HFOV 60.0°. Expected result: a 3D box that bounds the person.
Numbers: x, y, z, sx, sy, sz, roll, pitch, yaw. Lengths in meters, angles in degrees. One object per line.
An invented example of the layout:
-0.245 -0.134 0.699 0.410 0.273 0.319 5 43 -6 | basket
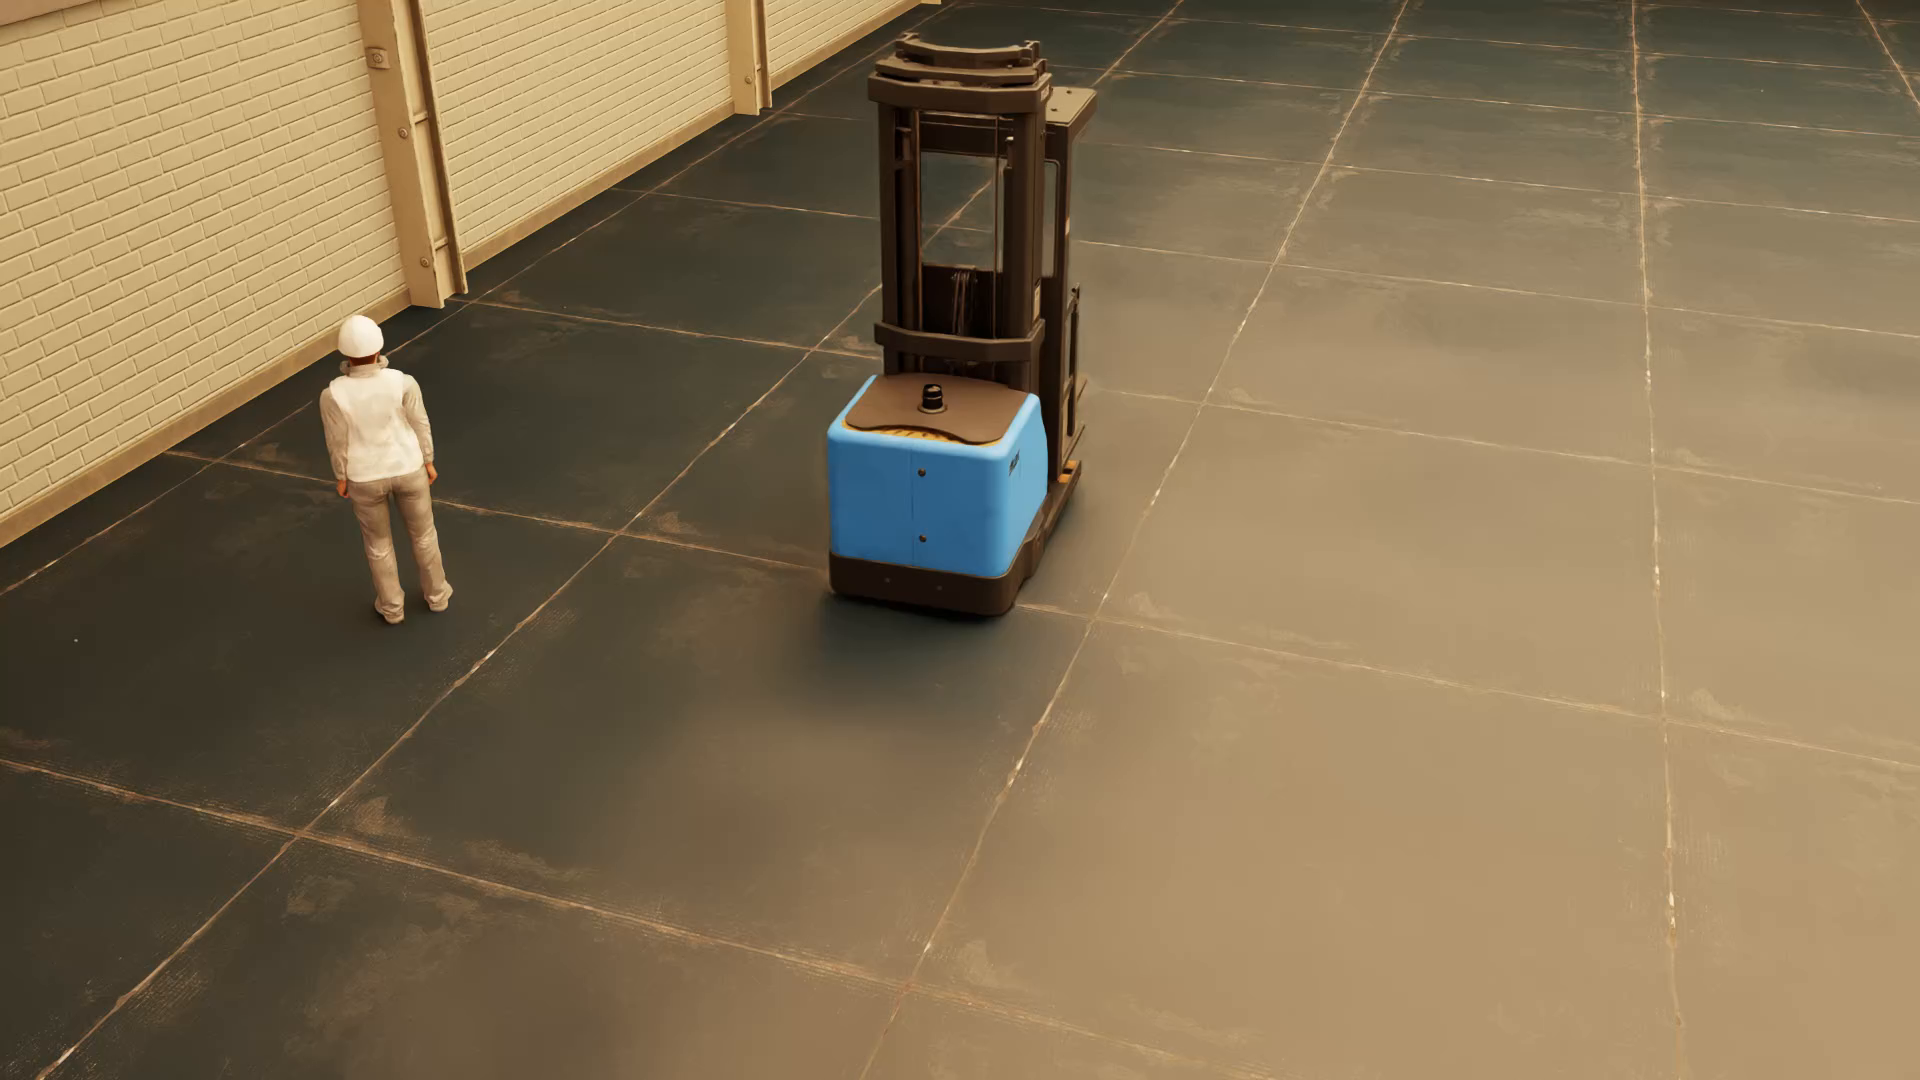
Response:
-3.106 -0.383 8.977 0.533 1.776 0.361 -12 32 -21 | person

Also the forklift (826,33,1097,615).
0.154 -1.572 9.894 1.130 2.935 3.031 8 31 14 | forklift
